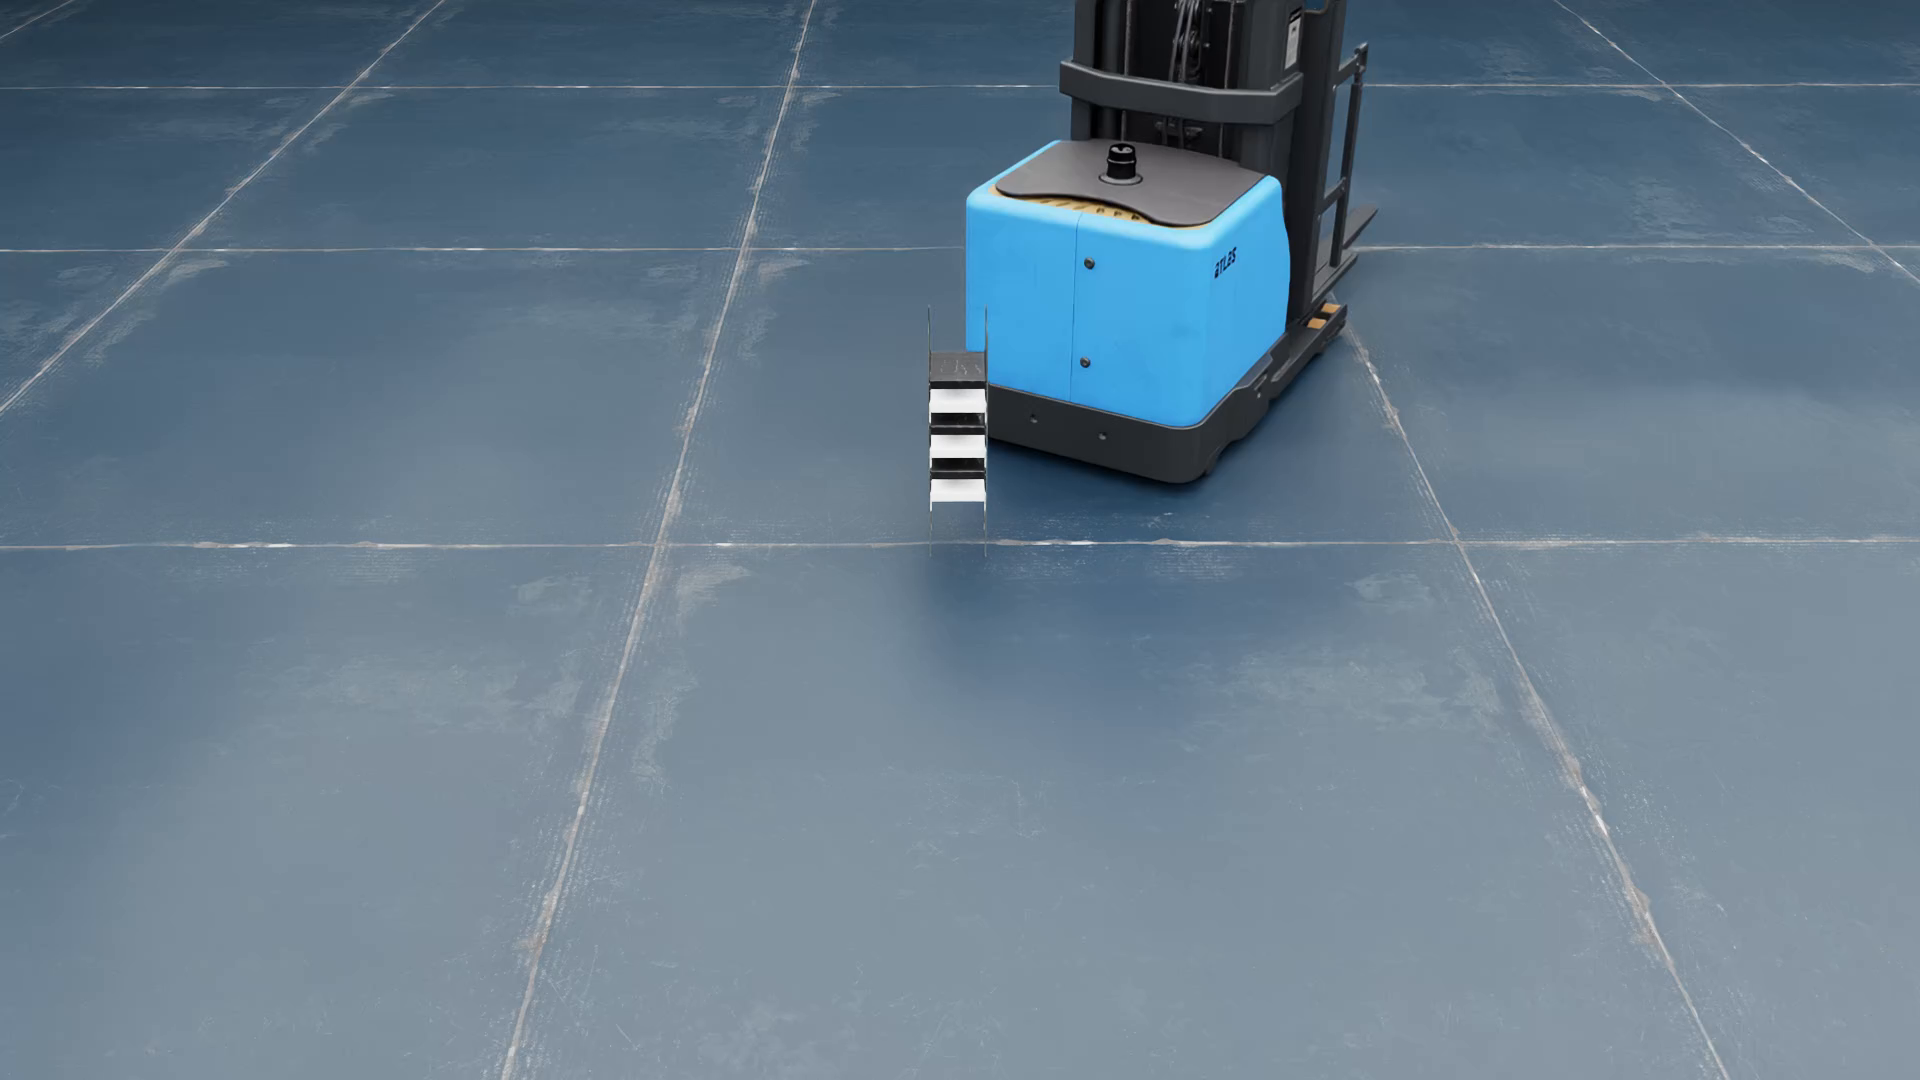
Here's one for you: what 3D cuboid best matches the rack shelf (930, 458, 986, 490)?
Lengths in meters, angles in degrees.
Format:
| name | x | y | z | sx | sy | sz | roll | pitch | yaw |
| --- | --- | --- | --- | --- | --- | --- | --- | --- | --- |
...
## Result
| name | x | y | z | sx | sy | sz | roll | pitch | yaw |
| --- | --- | --- | --- | --- | --- | --- | --- | --- | --- |
| rack shelf | -0.008 | -0.279 | 6.081 | 0.200 | 0.077 | 0.258 | 0 | 31 | 0 |

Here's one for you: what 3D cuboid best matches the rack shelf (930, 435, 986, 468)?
| name | x | y | z | sx | sy | sz | roll | pitch | yaw |
| --- | --- | --- | --- | --- | --- | --- | --- | --- | --- |
| rack shelf | -0.008 | -0.356 | 6.034 | 0.200 | 0.077 | 0.258 | 0 | 31 | 0 |

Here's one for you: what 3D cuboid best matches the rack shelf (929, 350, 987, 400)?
| name | x | y | z | sx | sy | sz | roll | pitch | yaw |
| --- | --- | --- | --- | --- | --- | --- | --- | --- | --- |
| rack shelf | -0.008 | -0.587 | 5.894 | 0.200 | 0.077 | 0.258 | 0 | 31 | 0 |

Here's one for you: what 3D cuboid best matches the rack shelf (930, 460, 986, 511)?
| name | x | y | z | sx | sy | sz | roll | pitch | yaw |
| --- | --- | --- | --- | --- | --- | --- | --- | --- | --- |
| rack shelf | -0.008 | -0.202 | 6.127 | 0.200 | 0.077 | 0.258 | 0 | 31 | 0 |

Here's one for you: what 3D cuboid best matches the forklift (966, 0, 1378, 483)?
| name | x | y | z | sx | sy | sz | roll | pitch | yaw |
| --- | --- | --- | --- | --- | --- | --- | --- | --- | --- |
| forklift | 1.162 | -2.211 | 7.068 | 1.130 | 2.935 | 3.031 | 16 | 35 | 24 |

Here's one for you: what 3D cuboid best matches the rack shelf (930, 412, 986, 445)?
| name | x | y | z | sx | sy | sz | roll | pitch | yaw |
| --- | --- | --- | --- | --- | --- | --- | --- | --- | --- |
| rack shelf | -0.008 | -0.433 | 5.987 | 0.200 | 0.077 | 0.258 | 0 | 31 | 0 |

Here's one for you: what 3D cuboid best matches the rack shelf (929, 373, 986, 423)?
| name | x | y | z | sx | sy | sz | roll | pitch | yaw |
| --- | --- | --- | --- | --- | --- | --- | --- | --- | --- |
| rack shelf | -0.008 | -0.510 | 5.940 | 0.200 | 0.077 | 0.258 | 0 | 31 | 0 |

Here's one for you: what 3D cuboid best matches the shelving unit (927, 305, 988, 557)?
| name | x | y | z | sx | sy | sz | roll | pitch | yaw |
| --- | --- | --- | --- | --- | --- | --- | --- | --- | --- |
| shelving unit | -0.008 | -0.385 | 6.017 | 0.210 | 0.900 | 0.258 | 0 | 31 | 0 |

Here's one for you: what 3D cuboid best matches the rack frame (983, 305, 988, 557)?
| name | x | y | z | sx | sy | sz | roll | pitch | yaw |
| --- | --- | --- | --- | --- | --- | --- | --- | --- | --- |
| rack frame | 0.094 | -0.385 | 6.017 | 0.006 | 0.900 | 0.240 | 0 | 31 | 0 |

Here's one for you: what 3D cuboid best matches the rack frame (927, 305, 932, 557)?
| name | x | y | z | sx | sy | sz | roll | pitch | yaw |
| --- | --- | --- | --- | --- | --- | --- | --- | --- | --- |
| rack frame | -0.110 | -0.384 | 6.016 | 0.006 | 0.900 | 0.240 | 0 | 31 | 0 |
